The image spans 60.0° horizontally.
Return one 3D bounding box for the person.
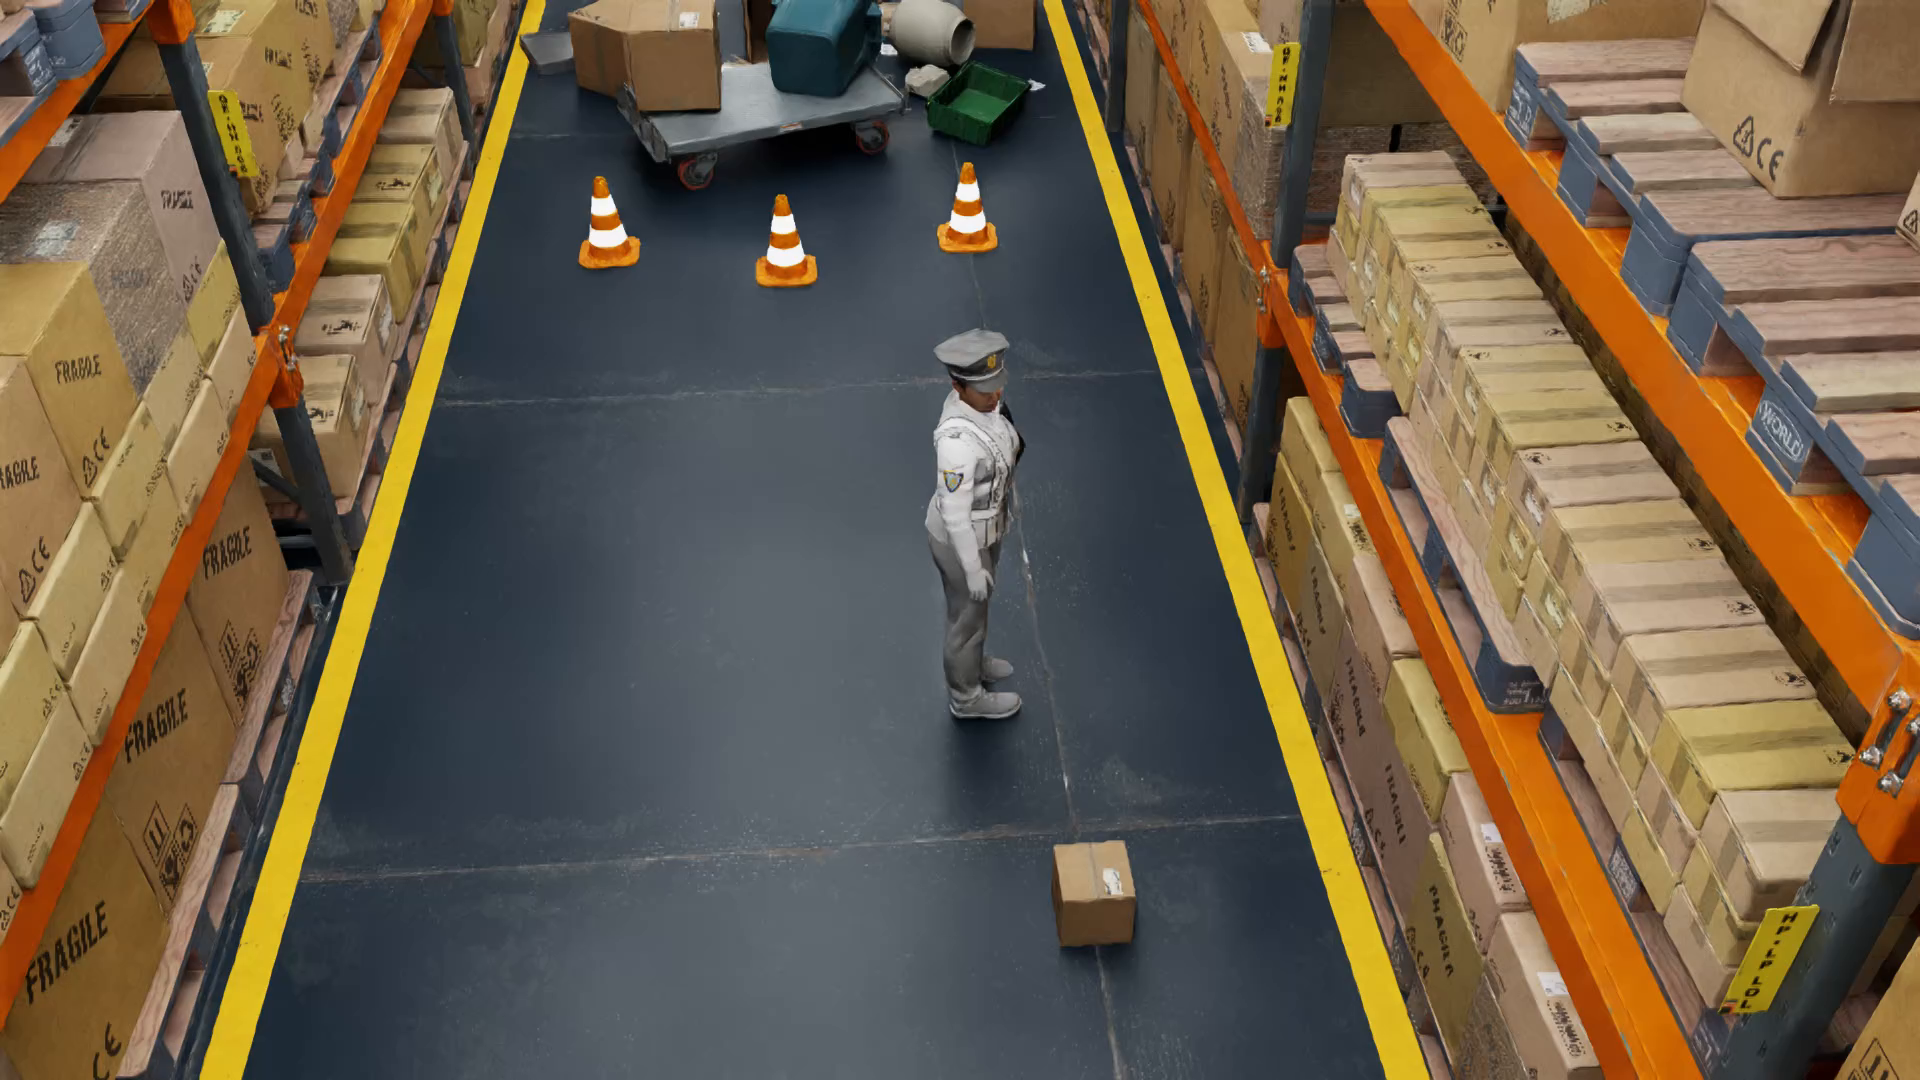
[{"bbox_3d":[0.066,-0.011,6.162,0.377,1.711,0.534,7,40,9],"label":"person"}]
